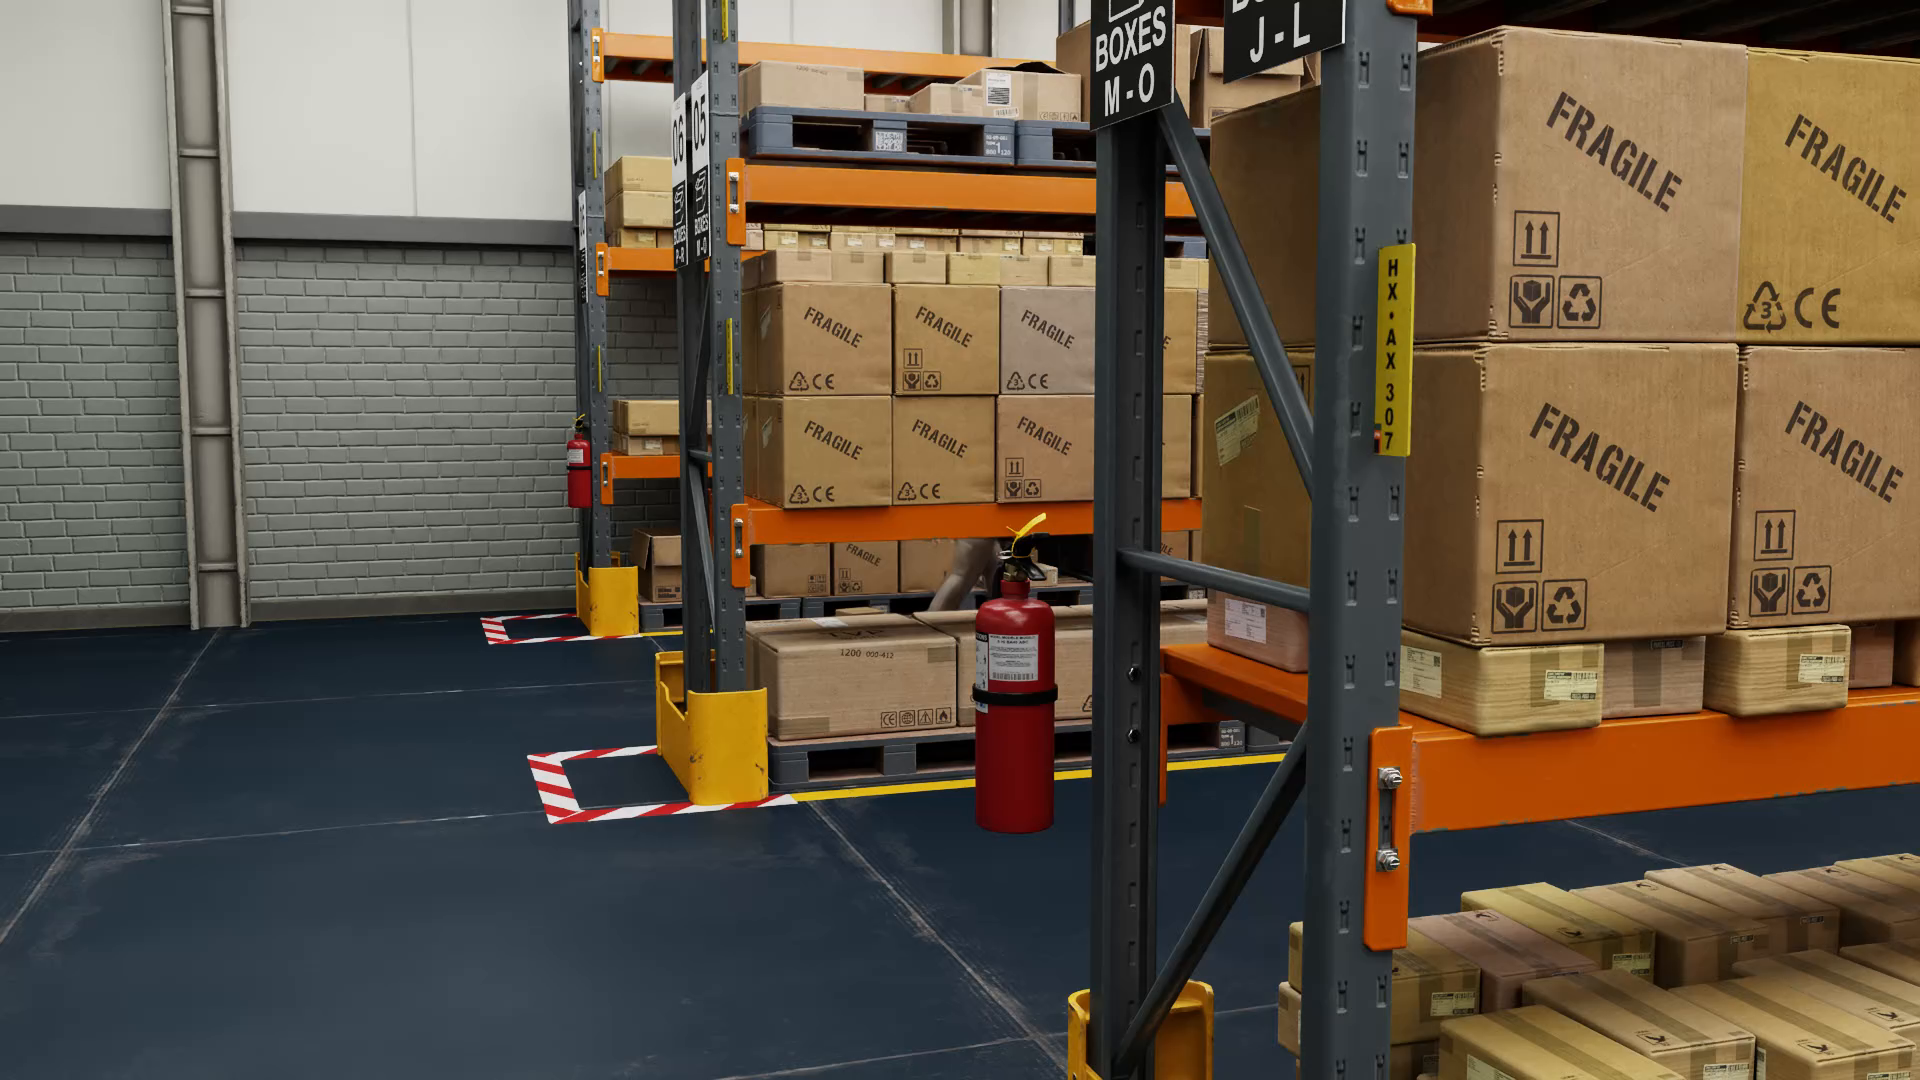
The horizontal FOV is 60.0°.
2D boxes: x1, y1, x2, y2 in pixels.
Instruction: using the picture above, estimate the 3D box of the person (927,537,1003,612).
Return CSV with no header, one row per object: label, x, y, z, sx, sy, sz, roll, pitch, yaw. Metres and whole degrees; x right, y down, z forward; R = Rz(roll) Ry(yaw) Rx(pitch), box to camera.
person,0.172,-0.109,11.541,1.113,1.651,0.576,-3,6,-24
